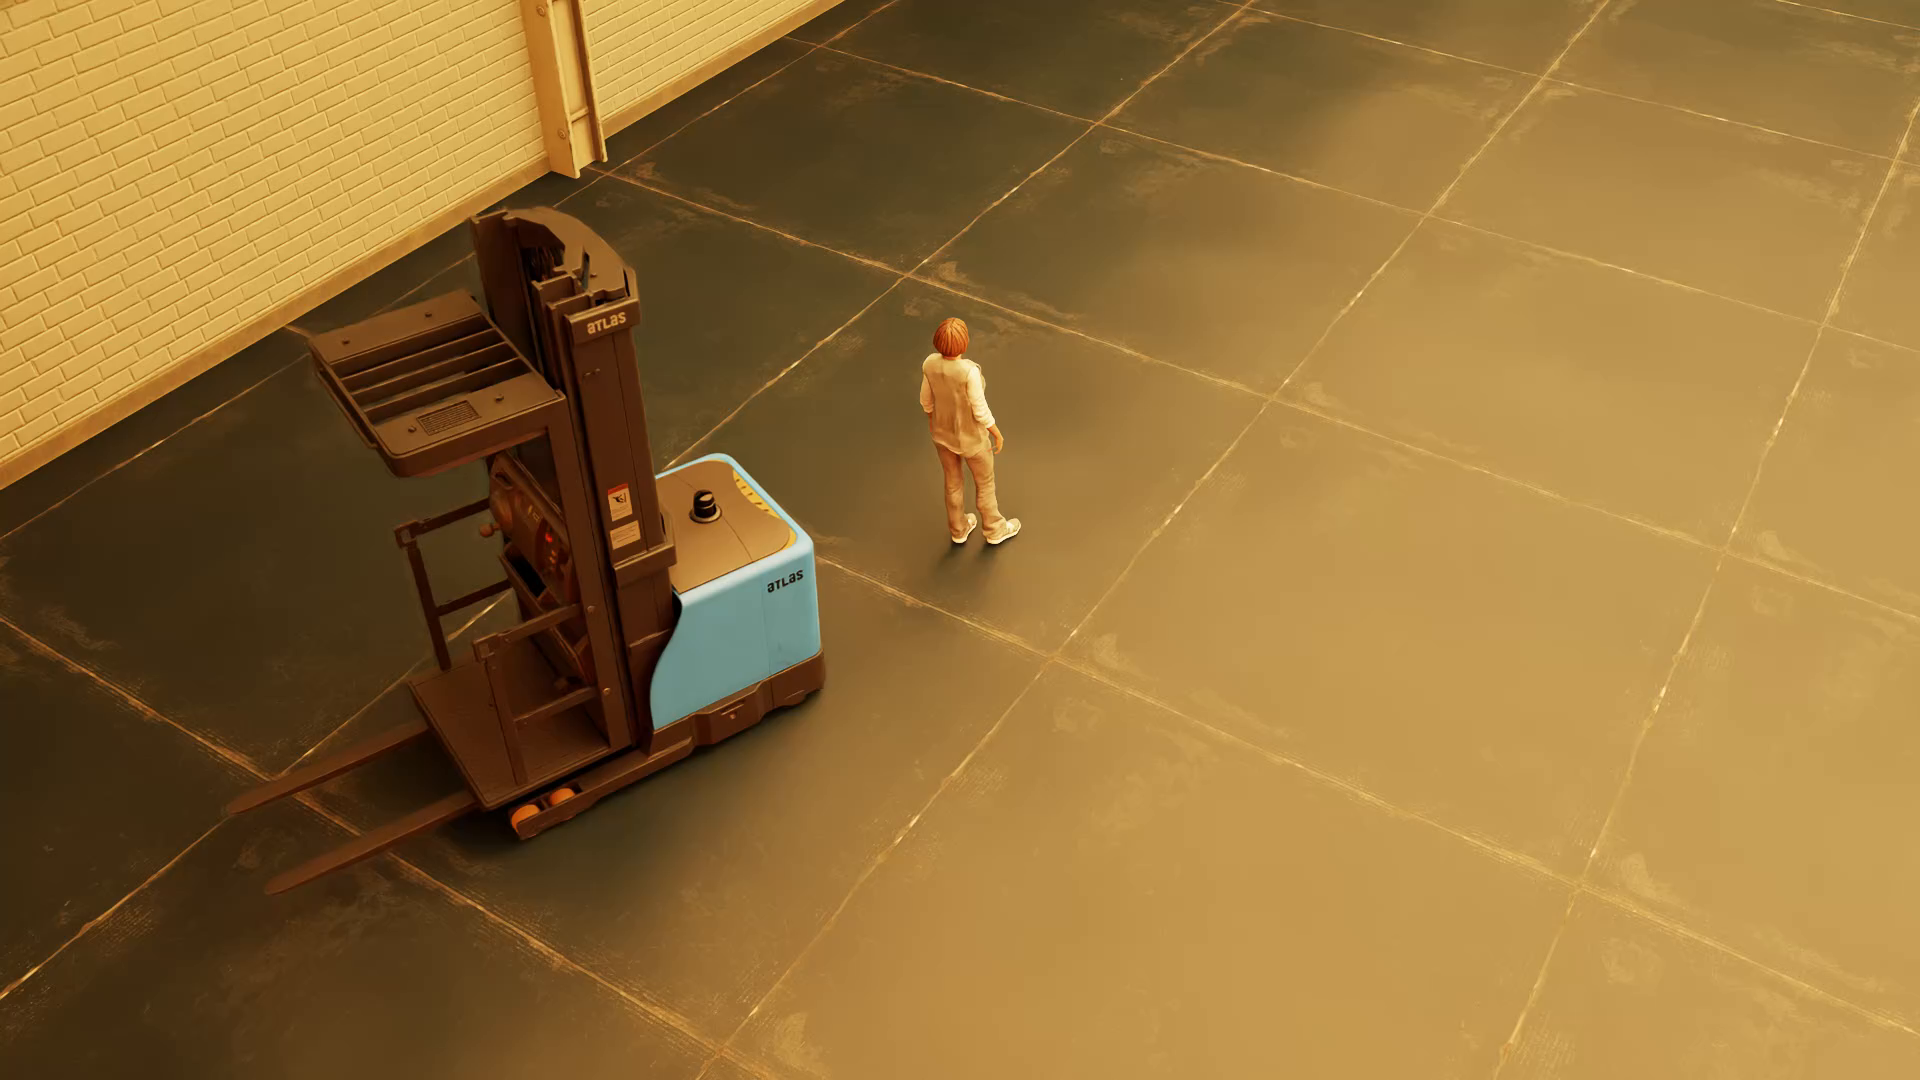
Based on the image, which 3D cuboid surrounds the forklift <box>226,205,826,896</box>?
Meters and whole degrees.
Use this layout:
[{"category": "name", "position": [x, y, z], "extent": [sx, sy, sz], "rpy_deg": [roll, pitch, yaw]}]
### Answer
[{"category": "forklift", "position": [-2.243, 0.001, 7.966], "extent": [3.031, 2.935, 1.130], "rpy_deg": [-24, 46, -26]}]

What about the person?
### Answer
[{"category": "person", "position": [0.051, -0.650, 9.754], "extent": [0.520, 1.597, 0.475], "rpy_deg": [22, 45, 24]}]
